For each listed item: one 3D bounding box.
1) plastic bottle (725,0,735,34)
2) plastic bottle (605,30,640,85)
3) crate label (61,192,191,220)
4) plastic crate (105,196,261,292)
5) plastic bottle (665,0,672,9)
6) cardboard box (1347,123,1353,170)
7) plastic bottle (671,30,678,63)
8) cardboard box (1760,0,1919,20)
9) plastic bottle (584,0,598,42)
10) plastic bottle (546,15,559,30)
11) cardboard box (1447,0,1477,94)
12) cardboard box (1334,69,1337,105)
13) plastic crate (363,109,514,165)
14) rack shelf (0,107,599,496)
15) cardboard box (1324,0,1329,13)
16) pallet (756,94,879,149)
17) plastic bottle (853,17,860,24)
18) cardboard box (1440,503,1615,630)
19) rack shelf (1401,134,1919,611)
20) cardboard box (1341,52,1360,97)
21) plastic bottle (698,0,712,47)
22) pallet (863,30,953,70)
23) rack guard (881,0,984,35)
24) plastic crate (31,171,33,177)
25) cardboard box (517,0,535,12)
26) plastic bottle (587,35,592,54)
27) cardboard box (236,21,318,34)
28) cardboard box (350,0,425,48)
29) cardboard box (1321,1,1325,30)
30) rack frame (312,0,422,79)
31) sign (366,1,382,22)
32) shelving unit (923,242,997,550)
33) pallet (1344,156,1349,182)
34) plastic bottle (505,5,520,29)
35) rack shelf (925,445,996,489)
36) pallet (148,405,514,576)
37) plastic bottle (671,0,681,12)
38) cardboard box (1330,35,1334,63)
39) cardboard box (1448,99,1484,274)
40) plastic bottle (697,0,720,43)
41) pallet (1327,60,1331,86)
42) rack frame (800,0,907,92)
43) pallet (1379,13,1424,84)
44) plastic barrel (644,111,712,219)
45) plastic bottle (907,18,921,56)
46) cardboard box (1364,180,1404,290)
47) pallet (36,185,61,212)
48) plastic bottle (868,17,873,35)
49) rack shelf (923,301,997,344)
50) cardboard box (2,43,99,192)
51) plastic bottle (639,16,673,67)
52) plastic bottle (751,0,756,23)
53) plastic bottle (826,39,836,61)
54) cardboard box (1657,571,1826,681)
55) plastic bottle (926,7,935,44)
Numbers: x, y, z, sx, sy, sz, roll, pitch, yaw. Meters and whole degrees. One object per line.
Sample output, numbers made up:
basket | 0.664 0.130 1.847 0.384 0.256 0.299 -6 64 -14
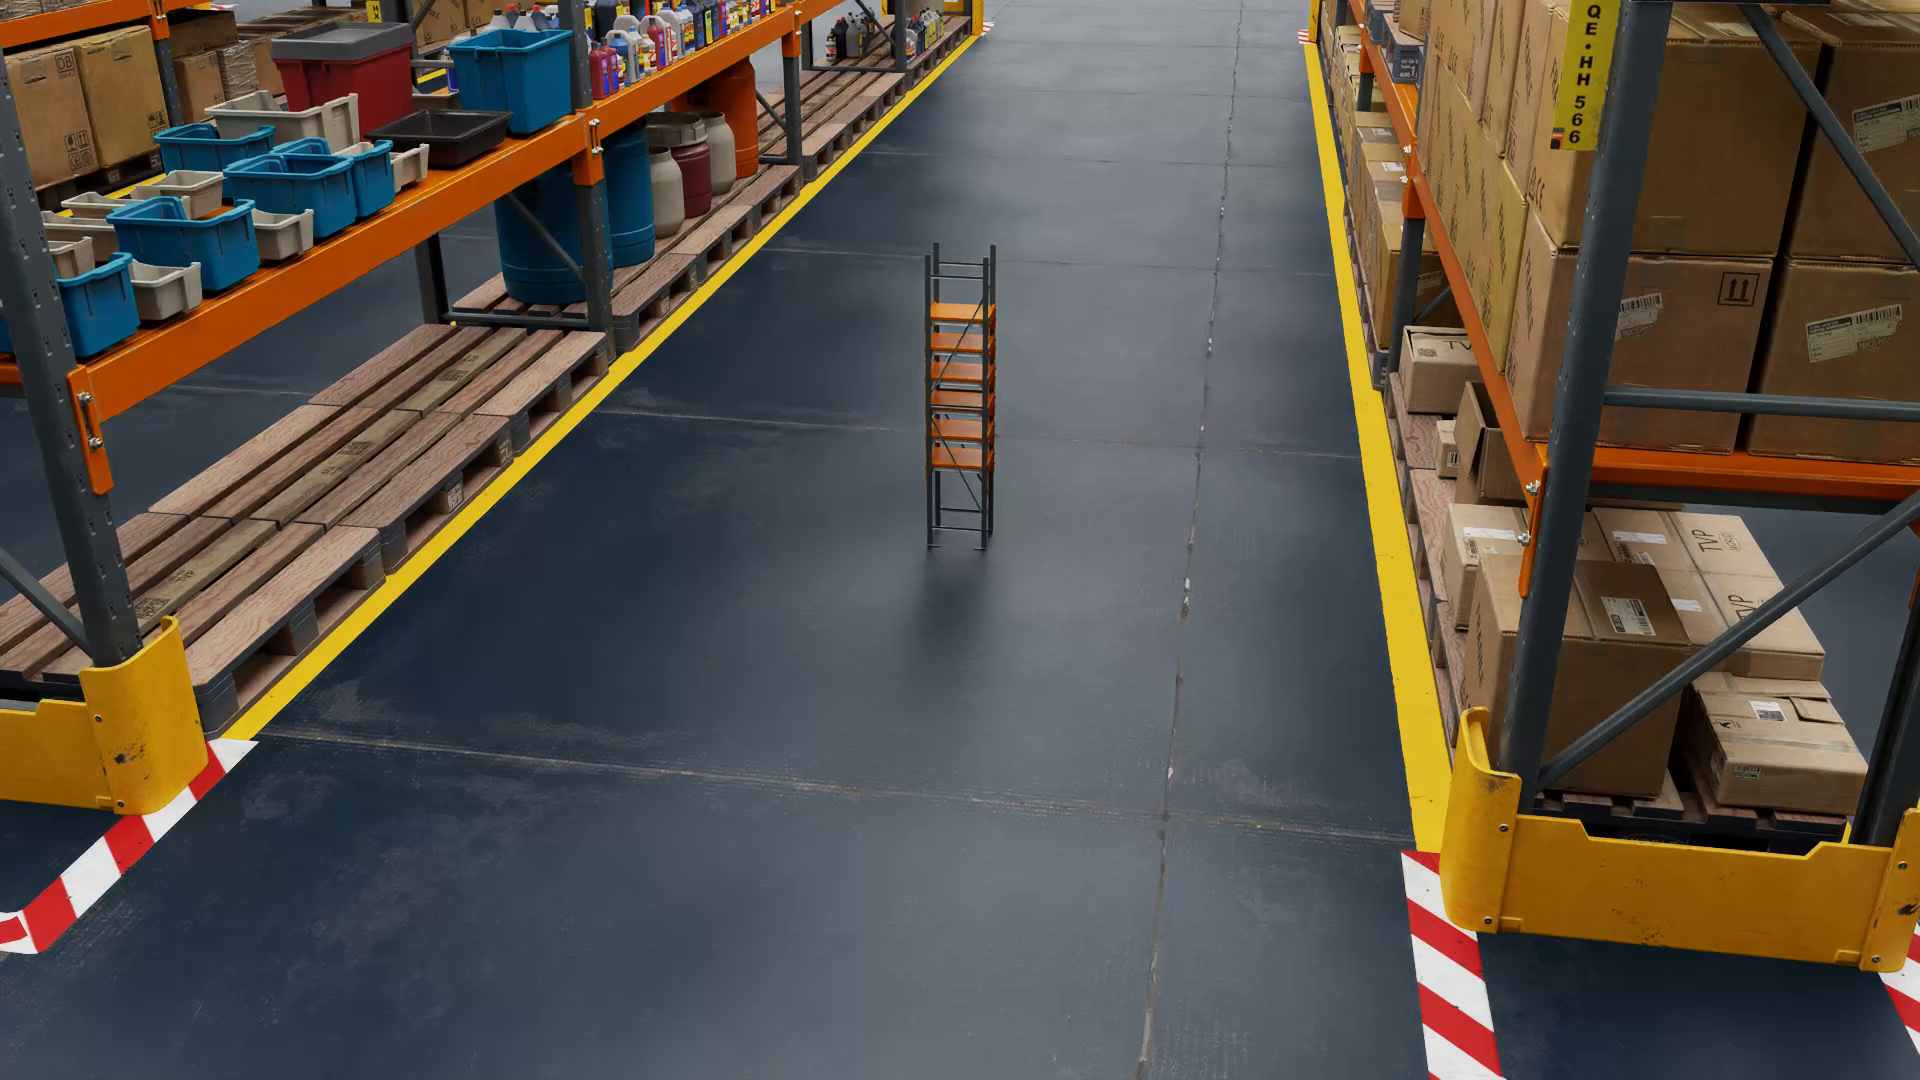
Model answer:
plastic bottle | -1.479 -3.320 10.538 0.097 0.201 0.097 0 25 0
plastic bottle | -1.806 -2.587 8.885 0.152 0.276 0.135 4 25 9
crate label | -2.933 -1.150 5.909 0.396 0.136 0.243 4 25 9
plastic crate | -2.498 -0.957 5.384 0.416 0.233 0.300 4 25 9
plastic bottle | -2.053 -3.781 11.437 0.152 0.276 0.135 4 25 9
cardboard box | 3.068 -2.833 12.013 0.500 0.250 0.500 5 25 10
plastic bottle | -1.668 -2.834 9.501 0.097 0.201 0.097 0 25 0
cardboard box | 2.326 -1.190 4.457 0.500 0.500 0.500 4 25 9
plastic bottle | -2.280 -3.201 10.197 0.152 0.276 0.135 4 25 9
plastic bottle | -2.303 -2.815 9.378 0.097 0.271 0.097 0 25 0
cardboard box | 2.046 -1.868 5.906 0.500 0.500 0.500 3 25 7
cardboard box | 3.481 -3.904 14.300 0.500 0.250 0.500 5 25 10
plastic crate | -2.235 -1.739 7.181 0.437 0.125 0.590 4 25 9
rack shelf | -2.644 -1.161 6.541 1.077 0.370 4.000 4 25 9
cardboard box | 4.143 -5.864 17.602 0.500 0.500 0.500 4 25 9
pallet | -1.297 -3.563 14.114 1.003 0.211 1.213 4 25 9
plastic bottle | -1.074 -5.207 17.030 0.152 0.276 0.135 4 25 9
cardboard box | 1.946 0.101 5.721 0.500 0.250 0.500 4 25 9
rack shelf | 2.242 -0.816 5.804 1.077 0.370 4.000 4 25 9
cardboard box | 3.313 -3.725 13.255 0.500 0.311 0.500 5 25 10
plastic bottle | -1.547 -3.133 10.044 0.061 0.283 0.133 4 25 9
pallet | -0.662 -5.196 17.602 1.003 0.211 1.213 4 25 9
rack guard | -0.322 -6.175 19.352 1.175 0.500 0.348 4 25 9
plastic crate | -3.100 -0.846 4.908 0.616 0.435 0.499 4 25 9
cardboard box | -5.361 -6.483 19.516 0.500 0.500 0.500 9 27 18
plastic bottle | -1.933 -2.443 8.488 0.144 0.351 0.185 4 25 9
cardboard box | -6.205 -4.392 15.024 0.700 0.500 0.500 2 25 4
cardboard box | -5.791 -5.235 16.849 0.500 0.500 0.500 3 25 7
cardboard box | 4.223 -5.733 18.208 0.500 0.250 0.500 4 25 9
rack frame | -5.896 -6.012 16.056 1.000 3.000 0.127 4 25 9
sign | -2.860 -2.487 8.199 0.100 0.325 0.005 4 25 9
shelving unit | 0.002 -0.549 6.509 0.258 1.200 0.189 4 25 9
pallet | 3.396 -2.730 12.334 1.003 0.211 1.213 4 25 9
plastic bottle | -2.460 -2.785 9.220 0.144 0.351 0.185 4 25 9
rack shelf | 0.002 -0.292 6.629 0.258 0.103 0.180 4 25 9
pallet | -2.596 -0.238 7.010 1.003 0.211 1.213 4 25 9
plastic bottle | -1.903 -3.771 11.414 0.152 0.276 0.135 4 25 9
cardboard box | 3.828 -4.687 15.973 0.500 0.250 0.500 4 25 9
cardboard box | 1.971 -1.193 5.643 0.500 0.500 0.500 4 25 8
plastic bottle | -1.563 -3.233 10.178 0.144 0.351 0.185 4 25 9
pallet | 4.048 -4.391 15.882 1.003 0.211 1.213 4 25 9
rack frame | -1.010 -5.669 15.323 1.000 3.000 0.127 4 25 9
pallet | 2.909 -2.751 9.315 1.003 0.211 1.213 4 25 9
plastic barrel | -1.911 -2.416 10.723 0.600 0.588 0.708 4 25 9
plastic bottle | -0.468 -4.977 16.451 0.144 0.351 0.185 5 25 10
cardboard box | 2.538 -1.688 9.247 0.500 0.500 0.500 4 25 9
pallet | -6.955 -2.243 11.293 1.003 0.211 1.213 4 25 9
plastic bottle | -0.977 -5.494 17.731 0.097 0.201 0.097 0 25 0
rack shelf | 0.002 -0.835 6.375 0.258 0.103 0.180 4 25 9
cardboard box | -6.836 -2.908 11.435 1.225 0.875 0.875 4 25 9
plastic bottle | -1.714 -2.821 9.386 0.152 0.276 0.135 4 25 9
plastic bottle | -1.399 -3.523 10.973 0.097 0.201 0.097 0 25 0
plastic bottle | -1.258 -4.774 16.193 0.097 0.201 0.097 0 25 0
cardboard box | 2.366 0.324 5.245 0.500 0.250 0.500 4 25 9
plastic bottle | -0.338 -5.312 17.166 0.144 0.351 0.185 5 26 11
